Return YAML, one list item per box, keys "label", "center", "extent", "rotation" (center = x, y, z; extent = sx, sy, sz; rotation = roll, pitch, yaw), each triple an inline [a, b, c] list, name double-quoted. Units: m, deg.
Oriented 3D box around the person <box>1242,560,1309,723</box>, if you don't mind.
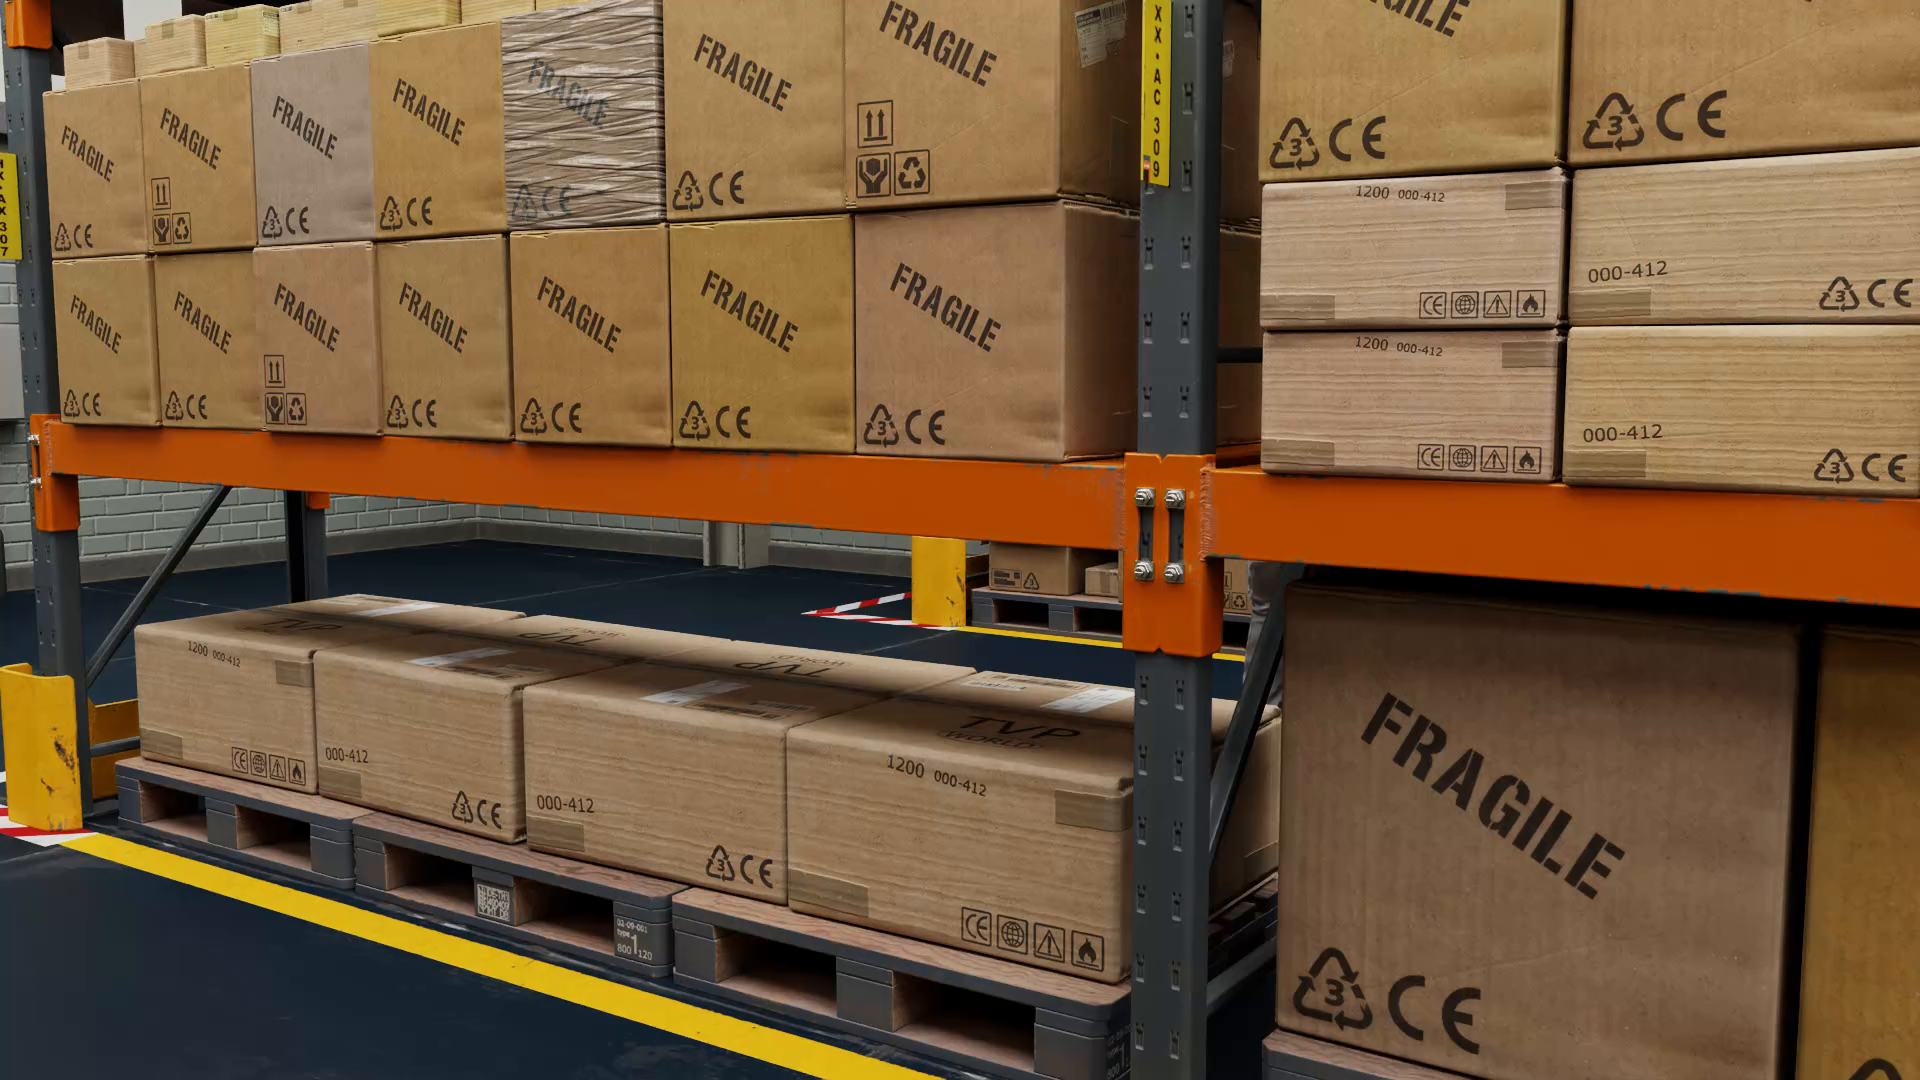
- label: "person"
  center: [1.320, -0.085, 6.459]
  extent: [0.615, 1.772, 0.452]
  rotation: [4, 7, 31]
